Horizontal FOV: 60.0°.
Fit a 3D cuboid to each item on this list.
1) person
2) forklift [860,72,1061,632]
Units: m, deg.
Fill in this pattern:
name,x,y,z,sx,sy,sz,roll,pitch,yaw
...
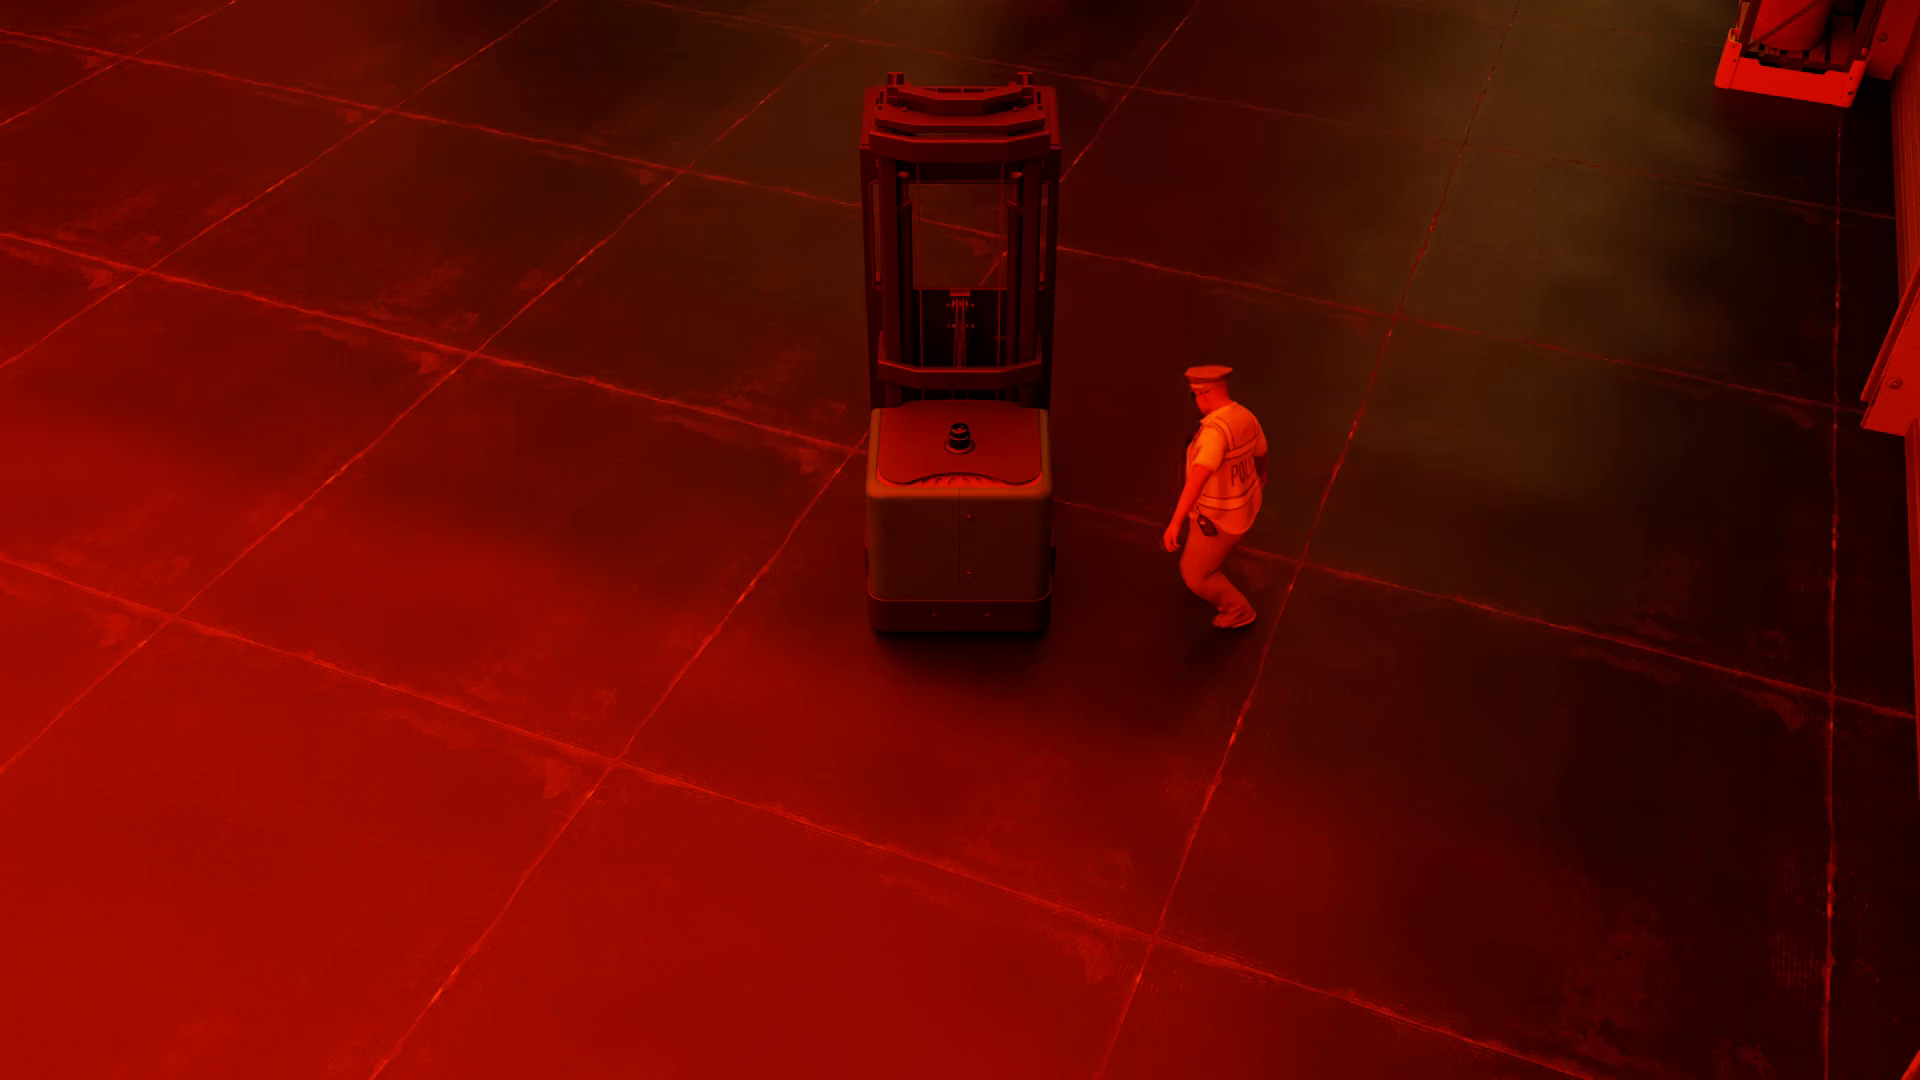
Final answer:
name,x,y,z,sx,sy,sz,roll,pitch,yaw
person,1.398,-0.123,9.246,0.590,1.668,1.187,19,44,21
forklift,0.002,-1.515,9.816,1.130,2.935,3.031,0,40,0
